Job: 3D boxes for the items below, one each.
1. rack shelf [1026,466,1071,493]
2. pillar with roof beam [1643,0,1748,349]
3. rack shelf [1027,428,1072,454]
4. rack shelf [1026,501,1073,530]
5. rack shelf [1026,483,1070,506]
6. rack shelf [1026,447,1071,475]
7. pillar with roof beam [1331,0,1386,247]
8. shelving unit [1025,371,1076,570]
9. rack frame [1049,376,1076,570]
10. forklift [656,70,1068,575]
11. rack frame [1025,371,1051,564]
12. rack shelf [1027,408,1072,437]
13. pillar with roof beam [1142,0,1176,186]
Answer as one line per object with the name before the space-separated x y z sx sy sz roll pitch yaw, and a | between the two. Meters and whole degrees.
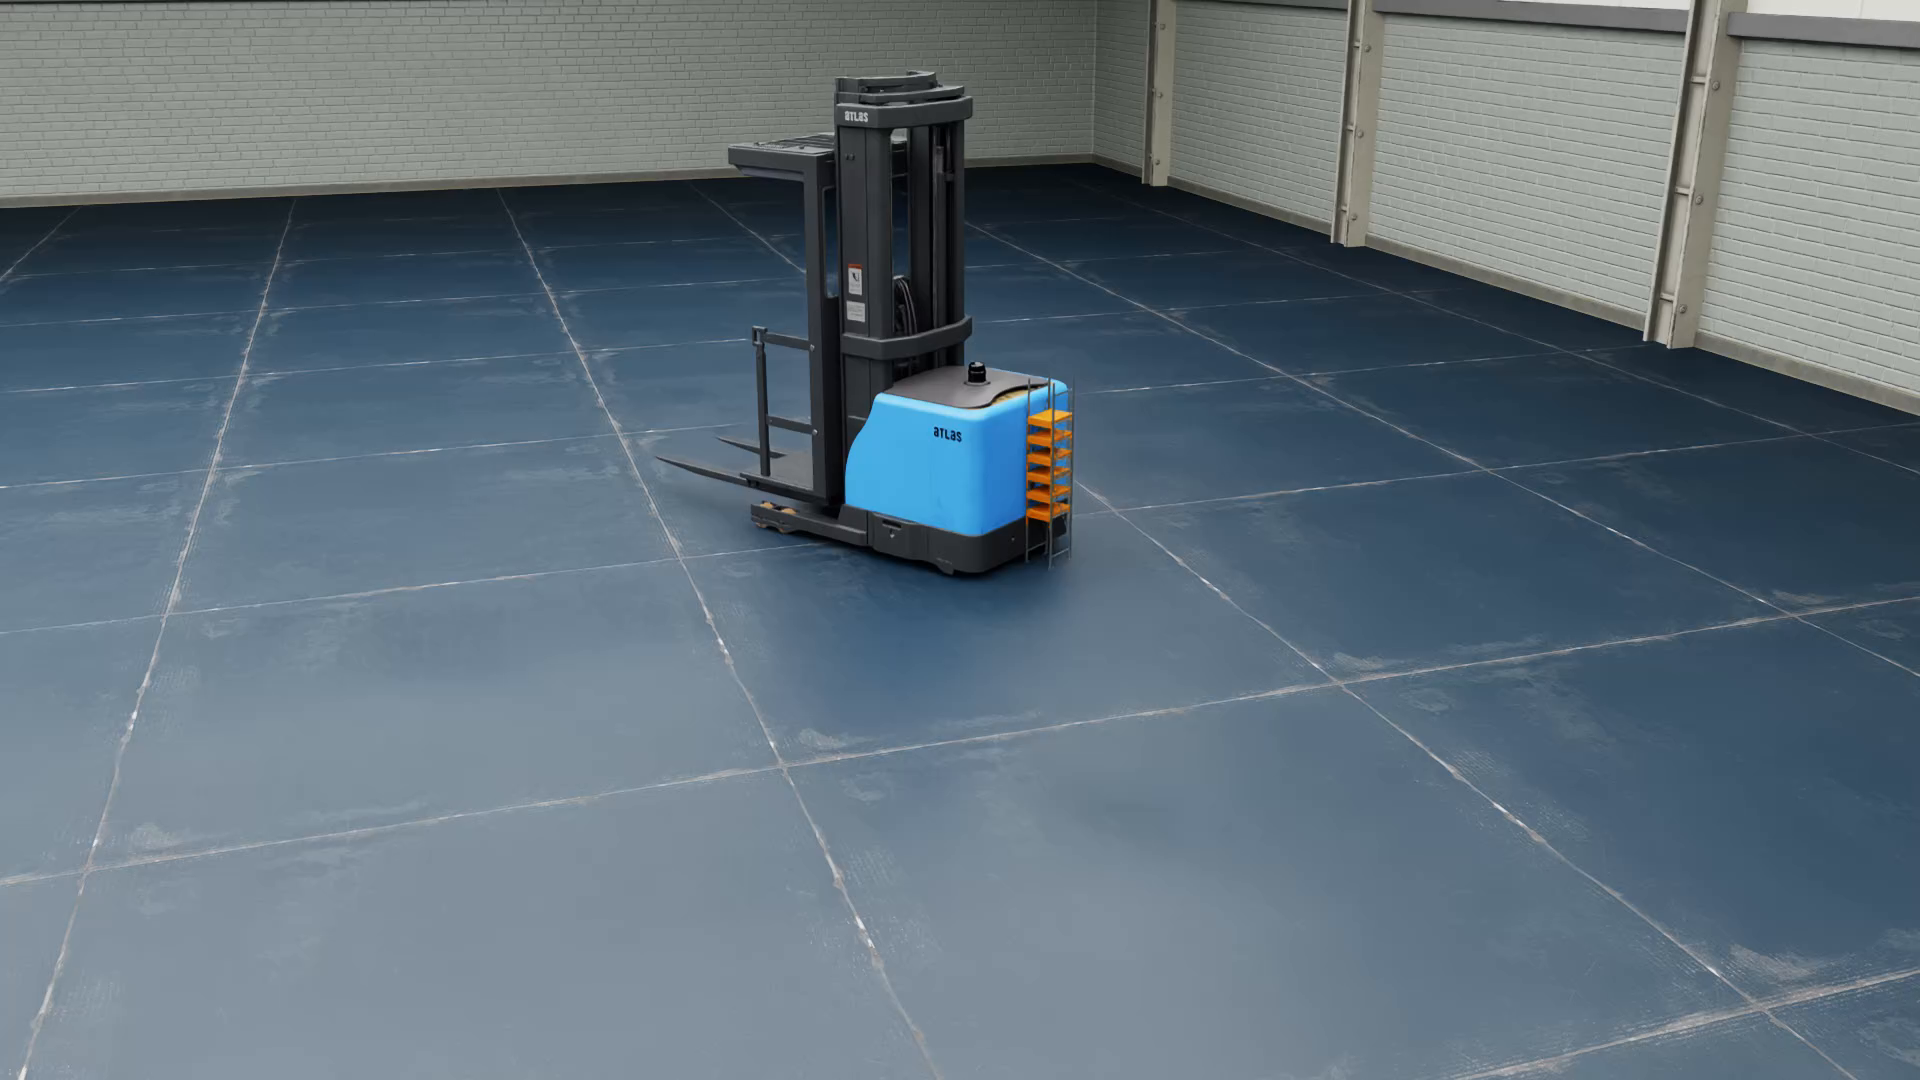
rack shelf | 0.559 -0.385 10.346 0.180 0.103 0.258 15 24 35
pillar with roof beam | 2.856 -5.705 13.488 9.100 9.000 0.400 -6 21 -17
rack shelf | 0.559 -0.611 10.265 0.180 0.103 0.258 15 24 35
rack shelf | 0.559 -0.160 10.427 0.180 0.103 0.258 15 24 35
rack shelf | 0.559 -0.272 10.387 0.180 0.103 0.258 15 24 35
rack shelf | 0.559 -0.498 10.305 0.180 0.103 0.258 15 24 35
pillar with roof beam | 0.970 -7.630 18.848 9.100 9.000 0.400 -6 21 -17
shelving unit | 0.559 -0.427 10.331 0.189 1.200 0.258 15 24 35
rack frame | 0.632 -0.408 10.279 0.006 1.200 0.240 15 24 35
forklift | -0.780 -1.547 10.889 3.031 2.935 1.130 15 24 35
rack frame | 0.487 -0.446 10.383 0.006 1.200 0.240 15 24 35
rack shelf | 0.559 -0.724 10.224 0.180 0.103 0.258 15 24 35
pillar with roof beam | -0.916 -9.556 24.209 9.100 9.000 0.400 -6 21 -17
